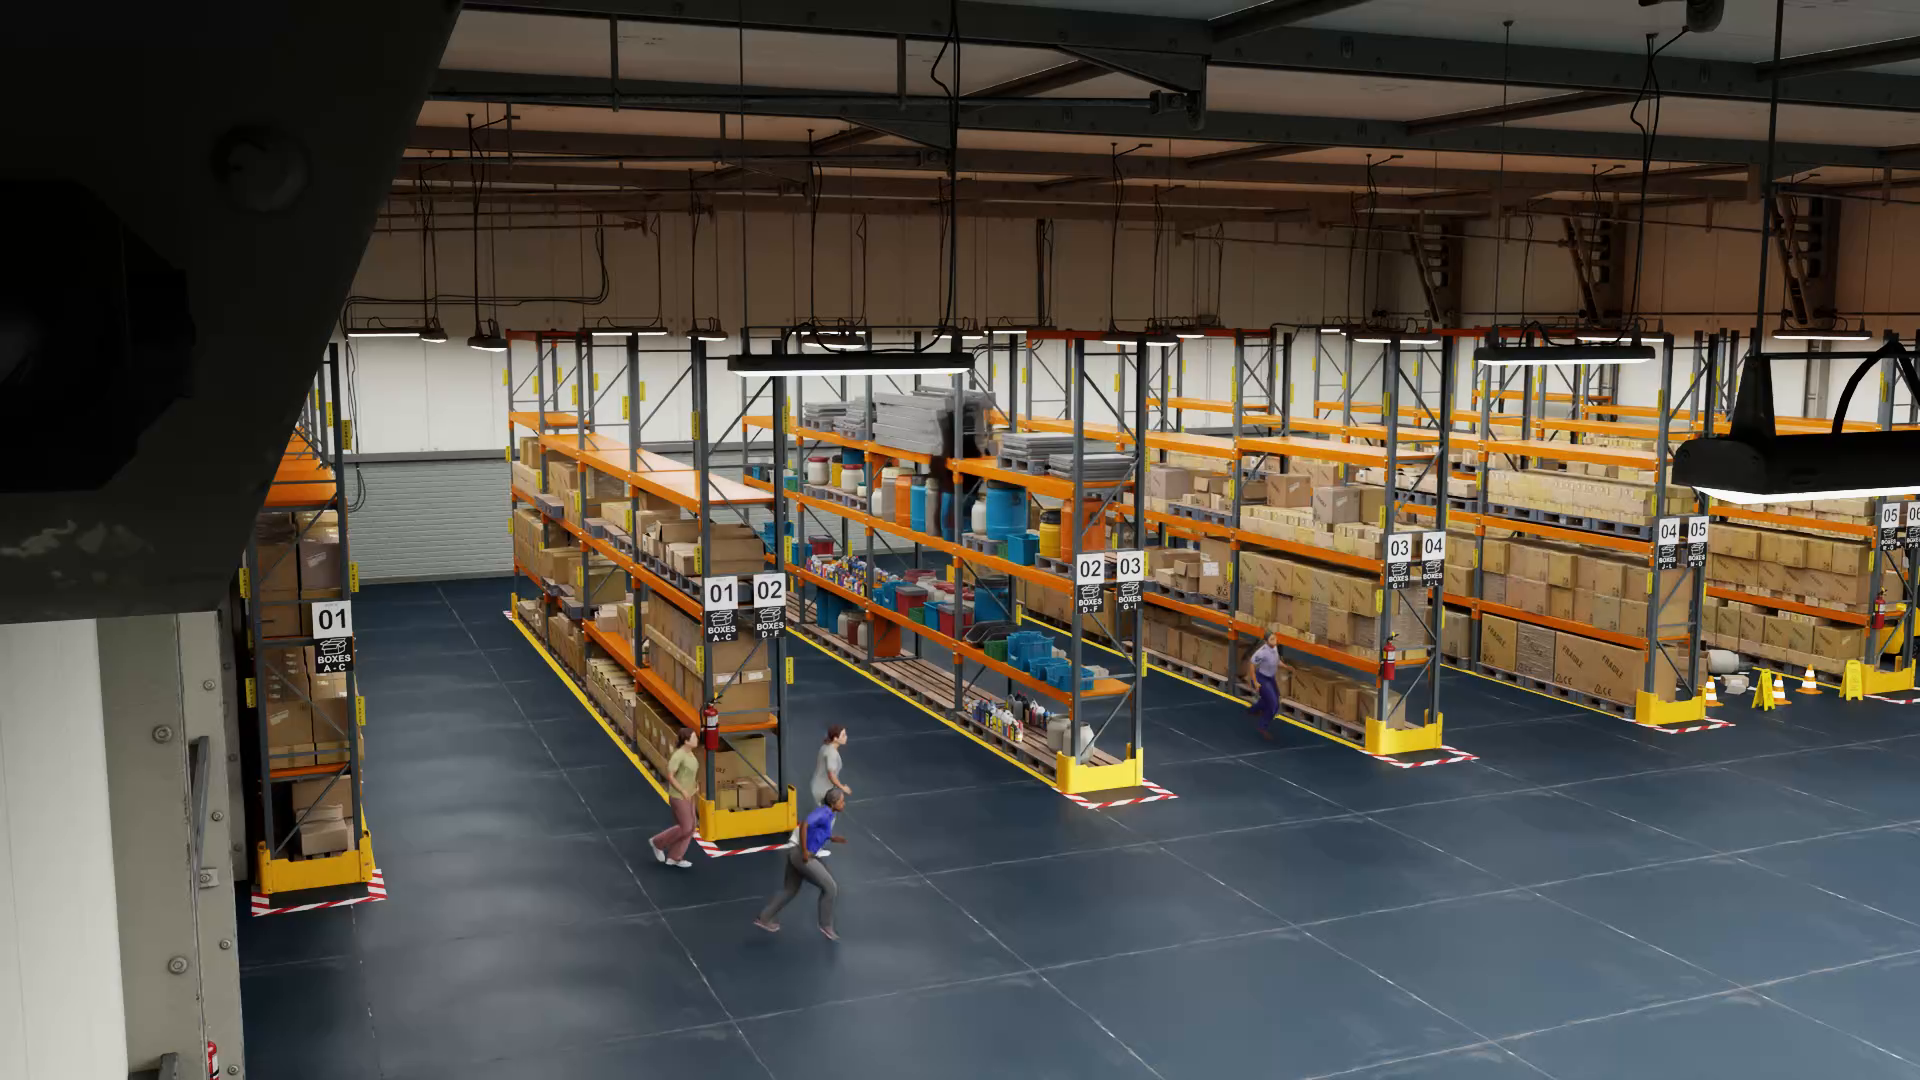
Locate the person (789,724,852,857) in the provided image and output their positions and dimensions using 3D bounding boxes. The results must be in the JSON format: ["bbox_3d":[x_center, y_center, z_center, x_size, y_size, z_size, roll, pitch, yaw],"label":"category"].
[{"bbox_3d":[-1.629,2.921,19.367,0.721,1.586,0.545,-2,8,-12],"label":"person"}]

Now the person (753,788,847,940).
[{"bbox_3d":[-1.613,3.363,16.831,0.951,1.514,0.623,-1,8,-6],"label":"person"}]

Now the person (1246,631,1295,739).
[{"bbox_3d":[4.583,2.129,24.724,0.774,1.625,0.651,4,9,26],"label":"person"}]

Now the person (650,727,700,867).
[{"bbox_3d":[-3.278,2.945,19.181,0.565,1.629,0.607,2,8,15],"label":"person"}]

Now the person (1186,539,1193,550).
[{"bbox_3d":[6.064,-0.308,42.258,0.803,1.847,0.655,-5,9,-30],"label":"person"}]
